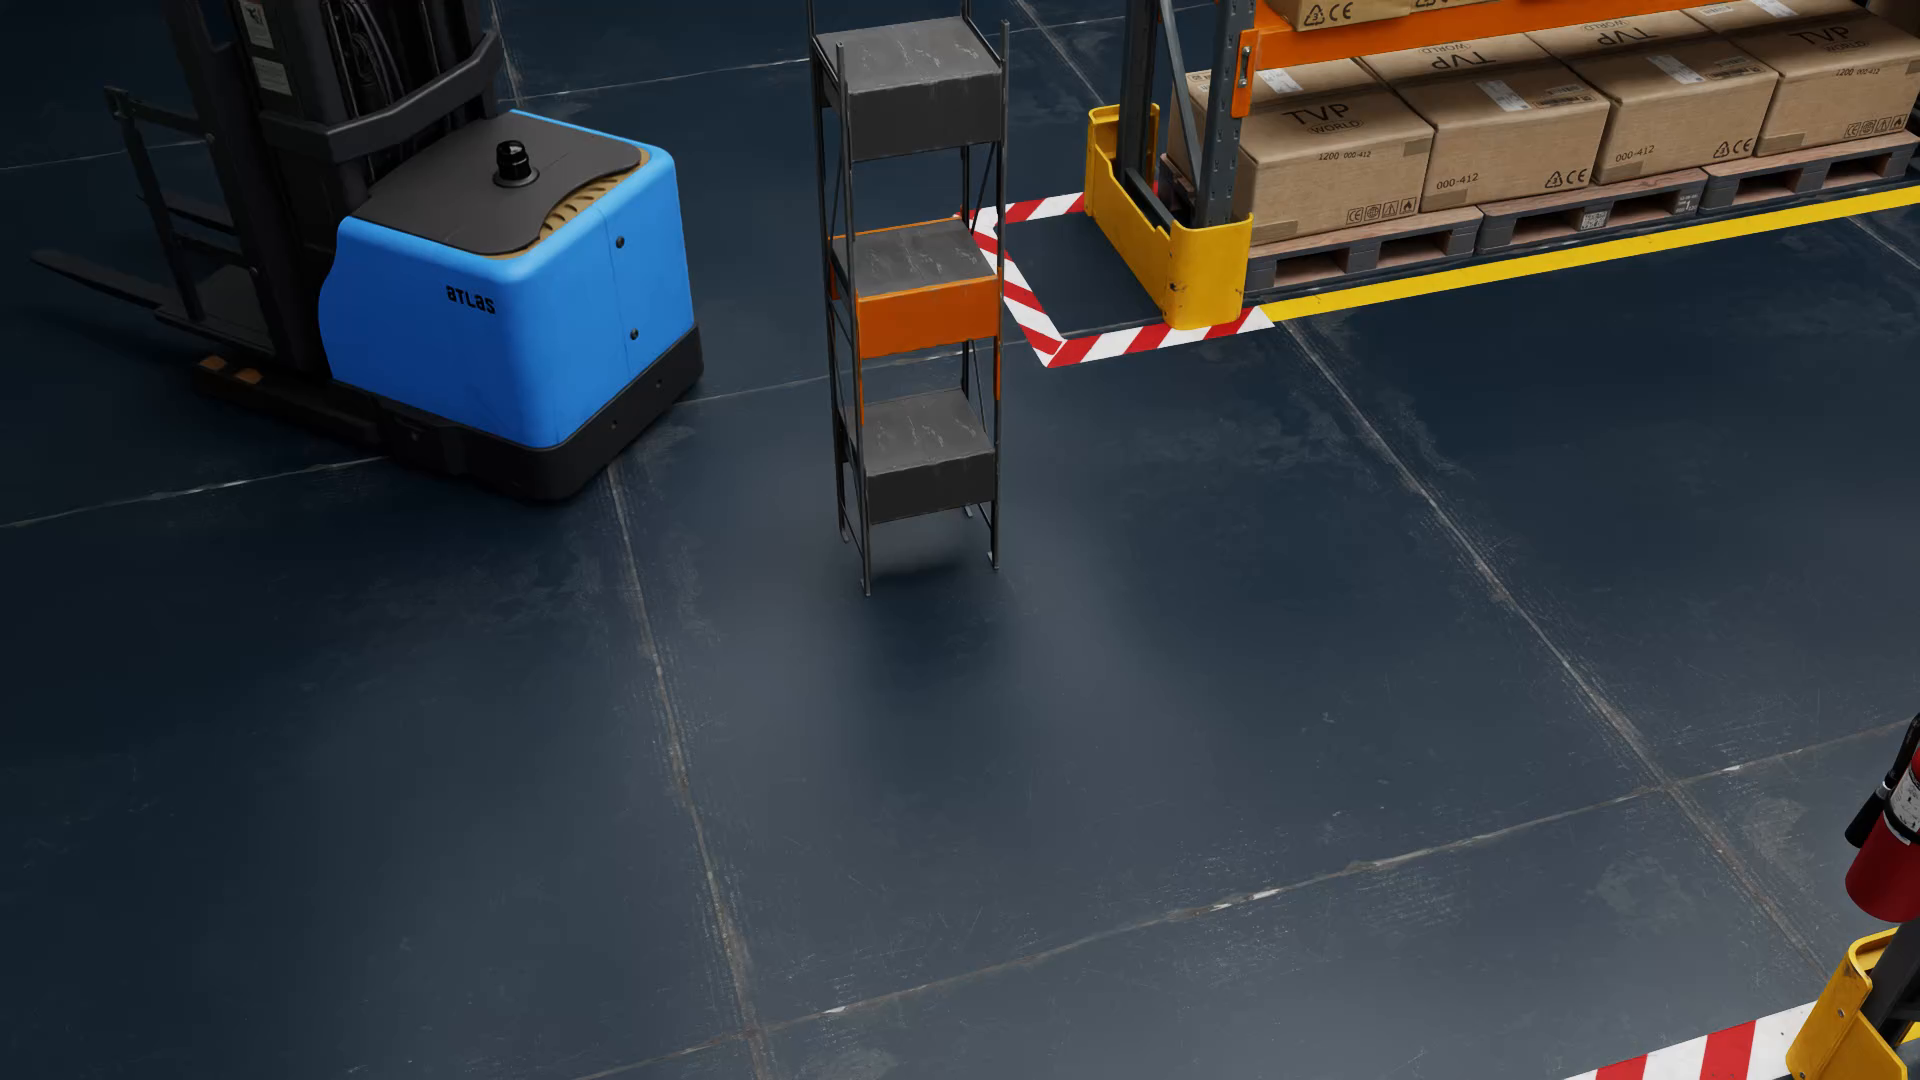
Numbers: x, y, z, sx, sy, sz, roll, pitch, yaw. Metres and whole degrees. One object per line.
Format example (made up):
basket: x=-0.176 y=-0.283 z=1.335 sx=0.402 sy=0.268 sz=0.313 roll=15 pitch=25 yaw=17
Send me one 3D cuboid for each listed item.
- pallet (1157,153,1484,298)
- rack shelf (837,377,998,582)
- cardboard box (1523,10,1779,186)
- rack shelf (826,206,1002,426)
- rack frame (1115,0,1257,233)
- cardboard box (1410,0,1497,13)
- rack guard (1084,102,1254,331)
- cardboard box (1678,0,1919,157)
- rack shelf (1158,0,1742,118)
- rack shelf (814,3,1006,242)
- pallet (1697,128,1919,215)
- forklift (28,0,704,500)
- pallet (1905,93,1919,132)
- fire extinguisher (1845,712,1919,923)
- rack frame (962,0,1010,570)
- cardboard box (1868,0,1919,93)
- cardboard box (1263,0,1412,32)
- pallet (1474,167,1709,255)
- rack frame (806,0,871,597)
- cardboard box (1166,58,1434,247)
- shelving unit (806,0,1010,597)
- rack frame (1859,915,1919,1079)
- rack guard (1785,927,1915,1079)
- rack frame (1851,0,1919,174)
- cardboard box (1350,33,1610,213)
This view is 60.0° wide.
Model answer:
pallet: x=1.687 y=-1.600 z=7.921 sx=1.213 sy=0.211 sz=1.003 roll=-12 pitch=42 yaw=-13
rack shelf: x=-0.158 y=-0.221 z=5.991 sx=0.480 sy=0.518 sz=0.431 roll=-12 pitch=42 yaw=-13
cardboard box: x=3.278 y=-2.193 z=8.109 sx=0.875 sy=0.438 sz=0.875 roll=-13 pitch=43 yaw=-14
rack shelf: x=-0.158 y=-0.748 z=5.531 sx=0.480 sy=0.518 sz=0.431 roll=-12 pitch=42 yaw=-13
rack frame: x=0.948 y=-2.443 z=6.767 sx=0.127 sy=3.000 sz=1.000 roll=-12 pitch=42 yaw=-13
cardboard box: x=1.966 y=-2.513 z=6.771 sx=0.500 sy=0.500 sz=0.500 roll=-12 pitch=43 yaw=-14
rack guard: x=0.925 y=-1.497 z=7.584 sx=0.348 sy=0.500 sz=1.175 roll=-12 pitch=42 yaw=-13
cardboard box: x=4.132 y=-2.370 z=8.312 sx=0.875 sy=0.438 sz=0.875 roll=-12 pitch=43 yaw=-14
rack shelf: x=2.855 y=-2.568 z=7.456 sx=4.000 sy=0.370 sz=1.077 roll=-12 pitch=42 yaw=-13
rack shelf: x=-0.158 y=-1.275 z=5.070 sx=0.480 sy=0.518 sz=0.431 roll=-12 pitch=42 yaw=-13
pallet: x=4.014 y=-2.083 z=8.473 sx=1.213 sy=0.211 sz=1.003 roll=-12 pitch=42 yaw=-13
forklift: x=-2.622 y=-1.936 z=6.238 sx=3.031 sy=2.935 sz=1.130 roll=19 pitch=44 yaw=20
pallet: x=5.476 y=-2.384 z=8.818 sx=1.213 sy=0.211 sz=1.003 roll=-12 pitch=42 yaw=-13
fire extinguisher: x=2.152 y=0.573 z=3.657 sx=0.183 sy=0.674 sz=0.296 roll=-12 pitch=42 yaw=-13
rack frame: x=0.075 y=-0.806 z=5.577 sx=0.015 sy=2.100 sz=0.400 roll=-12 pitch=42 yaw=-13
cardboard box: x=5.330 y=-2.765 z=8.430 sx=0.875 sy=0.875 sz=0.875 roll=-10 pitch=42 yaw=-12
cardboard box: x=1.492 y=-2.396 z=6.636 sx=0.500 sy=0.500 sz=0.500 roll=-12 pitch=43 yaw=-13
pallet: x=2.848 y=-1.839 z=8.195 sx=1.213 sy=0.211 sz=1.003 roll=-12 pitch=42 yaw=-13
rack frame: x=-0.391 y=-0.710 z=5.467 sx=0.015 sy=2.100 sz=0.400 roll=-12 pitch=42 yaw=-13
cardboard box: x=1.547 y=-1.830 z=7.693 sx=0.875 sy=0.438 sz=0.875 roll=-13 pitch=43 yaw=-15
shelving unit: x=-0.158 y=-0.758 z=5.522 sx=0.503 sy=2.100 sz=0.431 roll=-12 pitch=42 yaw=-13
rack frame: x=2.531 y=0.643 z=3.234 sx=0.127 sy=3.000 sz=1.000 roll=-12 pitch=42 yaw=-13
rack guard: x=2.604 y=1.569 z=4.074 sx=0.348 sy=0.500 sz=1.175 roll=-12 pitch=42 yaw=-13
rack frame: x=4.763 y=-3.234 z=7.672 sx=0.127 sy=3.000 sz=1.000 roll=-12 pitch=42 yaw=-13
cardboard box: x=2.418 y=-2.016 z=7.906 sx=0.875 sy=0.438 sz=0.875 roll=-11 pitch=42 yaw=-12
